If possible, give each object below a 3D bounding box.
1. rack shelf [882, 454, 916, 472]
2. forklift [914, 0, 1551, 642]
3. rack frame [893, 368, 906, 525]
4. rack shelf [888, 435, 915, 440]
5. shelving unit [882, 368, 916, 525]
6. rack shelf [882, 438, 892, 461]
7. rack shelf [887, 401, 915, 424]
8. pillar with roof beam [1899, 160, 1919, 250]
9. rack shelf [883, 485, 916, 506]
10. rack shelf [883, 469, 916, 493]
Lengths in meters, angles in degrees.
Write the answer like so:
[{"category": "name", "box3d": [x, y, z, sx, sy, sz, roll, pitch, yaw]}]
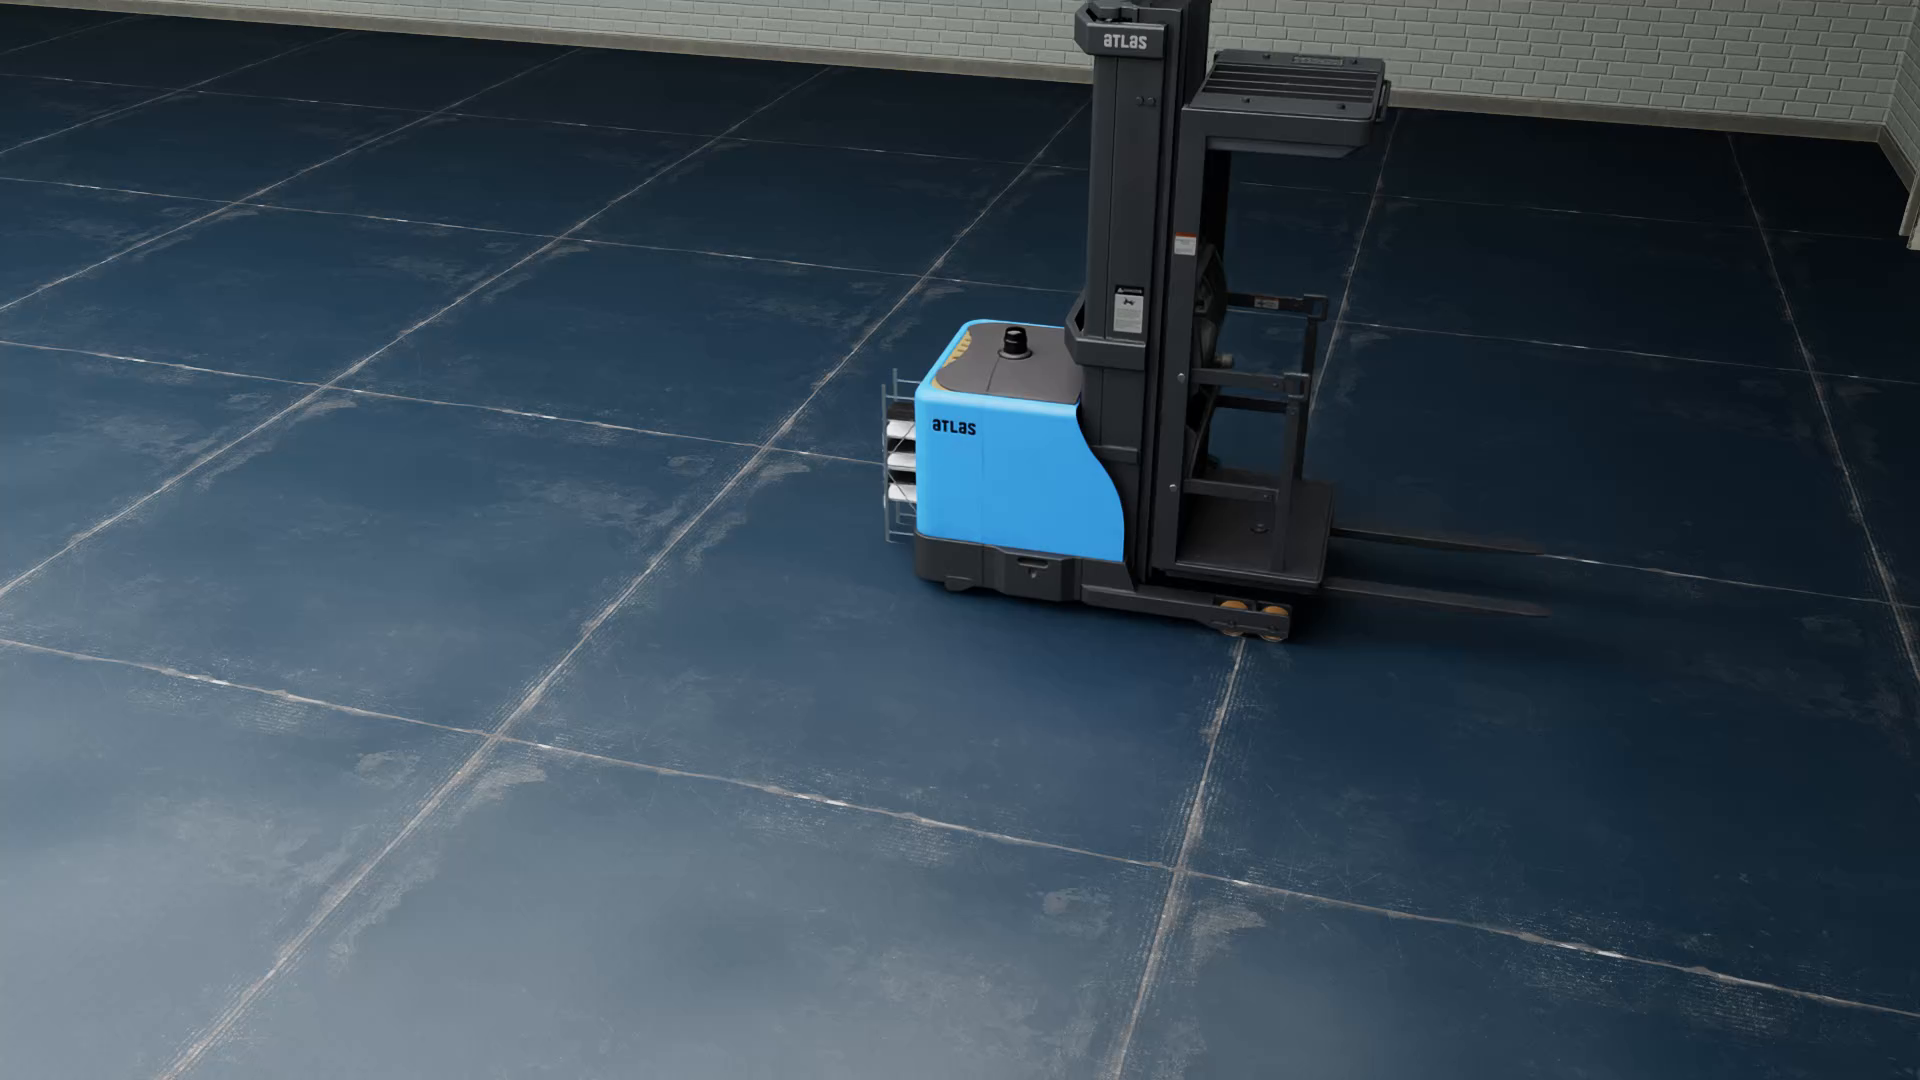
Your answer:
[{"category": "rack shelf", "box3d": [-0.248, -0.390, 8.593, 0.258, 0.077, 0.200, 7, 30, 12]}, {"category": "forklift", "box3d": [1.347, -1.058, 7.703, 3.031, 2.867, 1.129, 8, 30, 13]}, {"category": "rack frame", "box3d": [-0.224, -0.467, 8.664, 0.240, 0.900, 0.006, 7, 30, 12]}, {"category": "rack shelf", "box3d": [-0.248, -0.560, 8.499, 0.199, 0.015, 0.184, 7, 30, 12]}, {"category": "shelving unit", "box3d": [-0.248, -0.420, 8.579, 0.258, 0.900, 0.205, 7, 30, 12]}, {"category": "rack shelf", "box3d": [-0.248, -0.468, 8.550, 0.258, 0.077, 0.200, 7, 30, 12]}, {"category": "rack shelf", "box3d": [-0.248, -0.644, 8.452, 0.221, 0.026, 0.190, 7, 30, 12]}, {"category": "pillar with roof beam", "box3d": [3.368, -6.852, 11.811, 9.100, 9.000, 0.400, 8, 30, 15]}, {"category": "rack shelf", "box3d": [-0.248, -0.232, 8.681, 0.258, 0.077, 0.200, 7, 30, 12]}, {"category": "rack shelf", "box3d": [-0.248, -0.311, 8.637, 0.258, 0.077, 0.200, 7, 30, 12]}]
